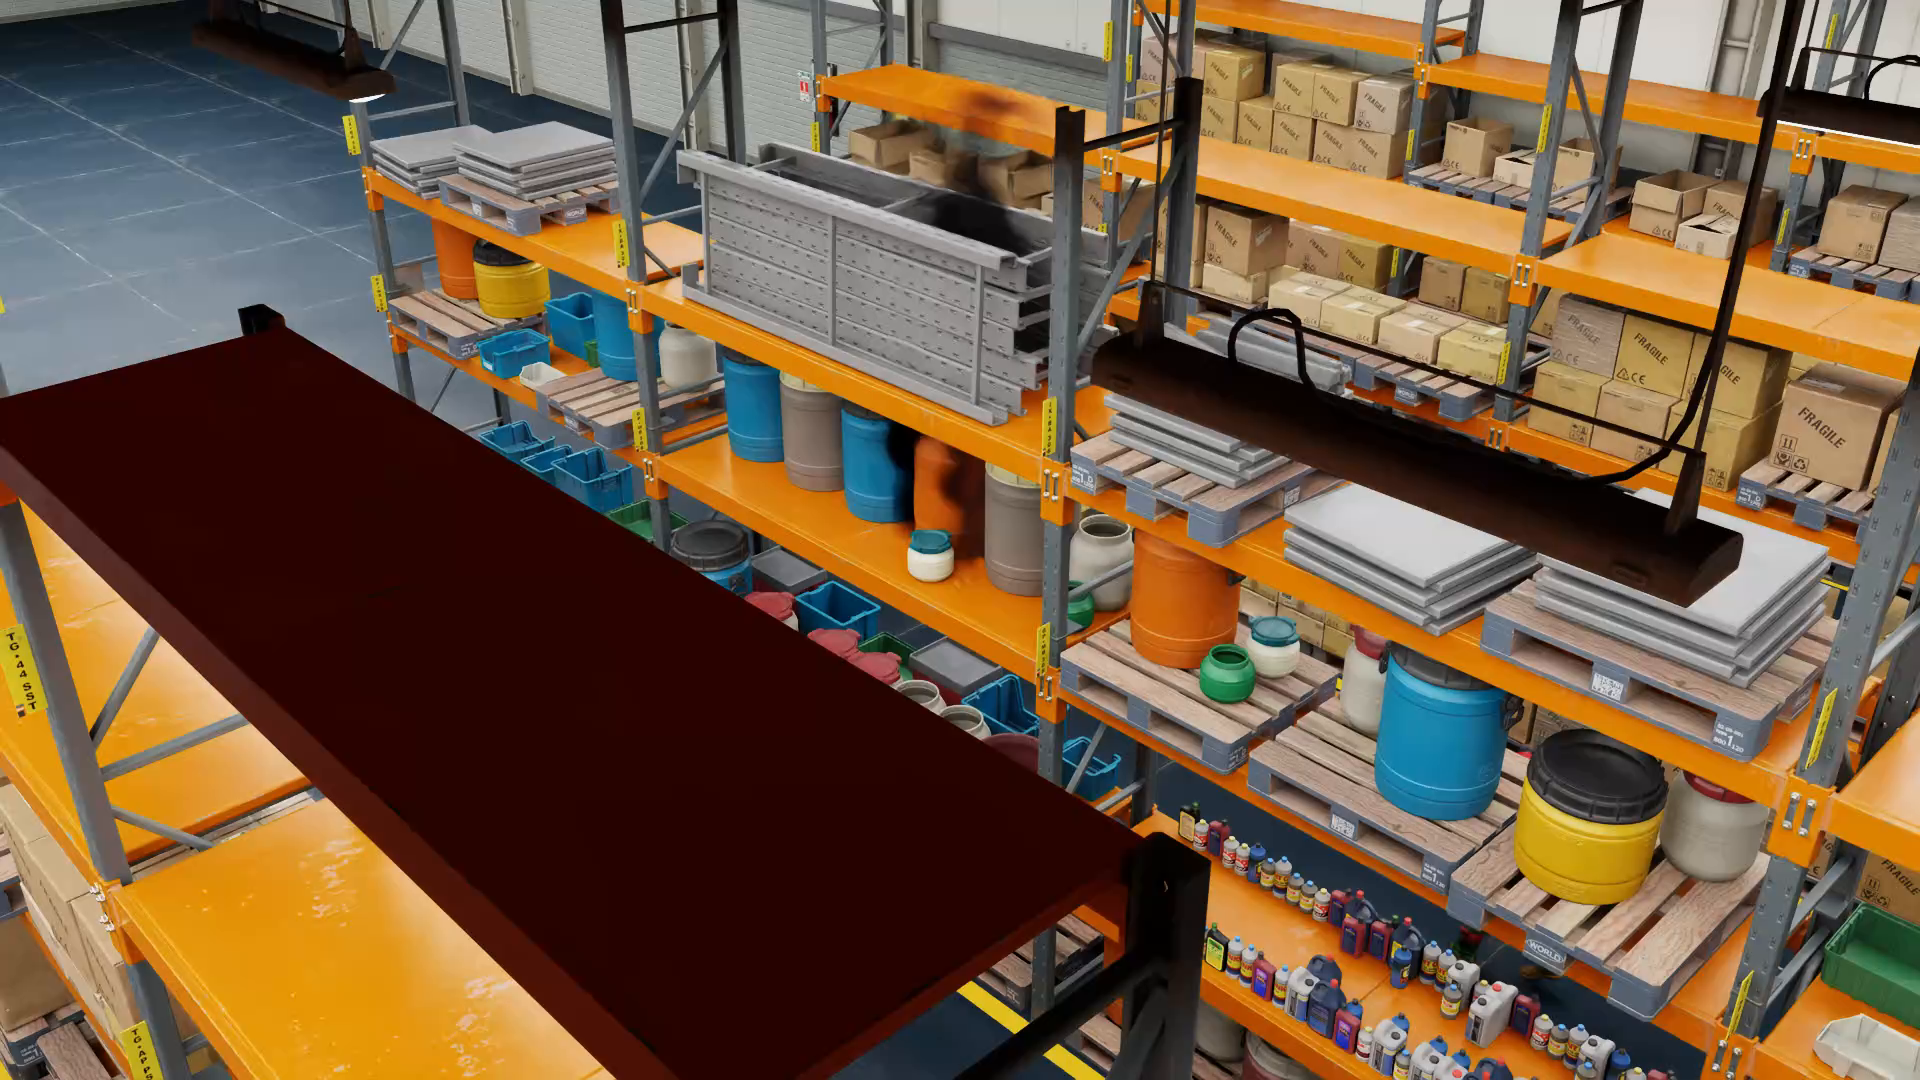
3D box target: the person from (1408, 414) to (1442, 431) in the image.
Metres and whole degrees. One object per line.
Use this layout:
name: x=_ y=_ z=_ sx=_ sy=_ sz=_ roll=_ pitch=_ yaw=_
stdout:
person: x=4.775 y=-1.022 z=16.941 sx=0.880 sy=1.765 sz=0.711 roll=22 pitch=35 yaw=35

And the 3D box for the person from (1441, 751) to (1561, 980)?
person: x=3.630 y=2.180 z=10.906 sx=0.842 sy=1.839 sz=0.680 roll=21 pitch=35 yaw=34
